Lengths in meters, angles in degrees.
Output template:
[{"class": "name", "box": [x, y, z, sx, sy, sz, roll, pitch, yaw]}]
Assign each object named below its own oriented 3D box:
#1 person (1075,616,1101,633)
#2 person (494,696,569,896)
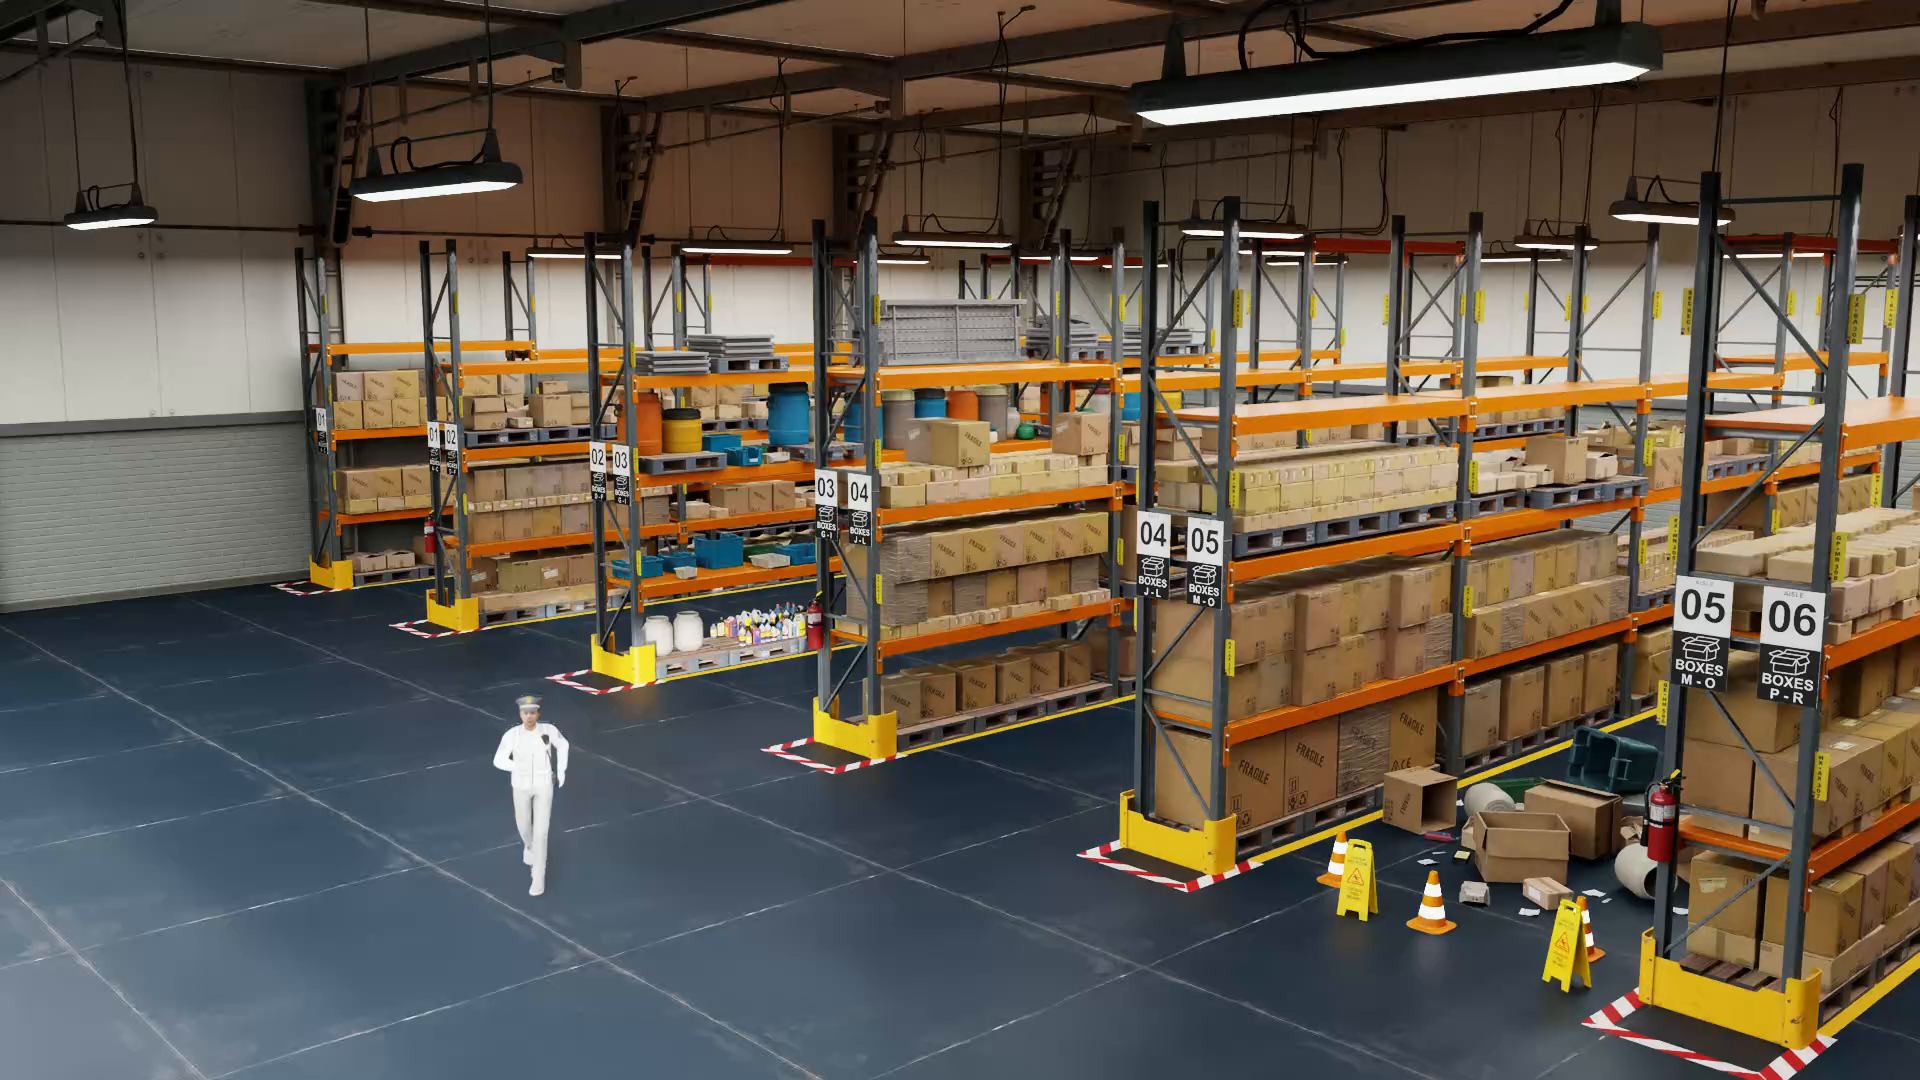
[{"class": "person", "box": [1.764, 0.498, 23.773, 0.472, 1.696, 0.664, -8, 12, -43]}, {"class": "person", "box": [-3.757, 2.179, 14.618, 0.631, 1.687, 0.832, -2, 9, -12]}]
